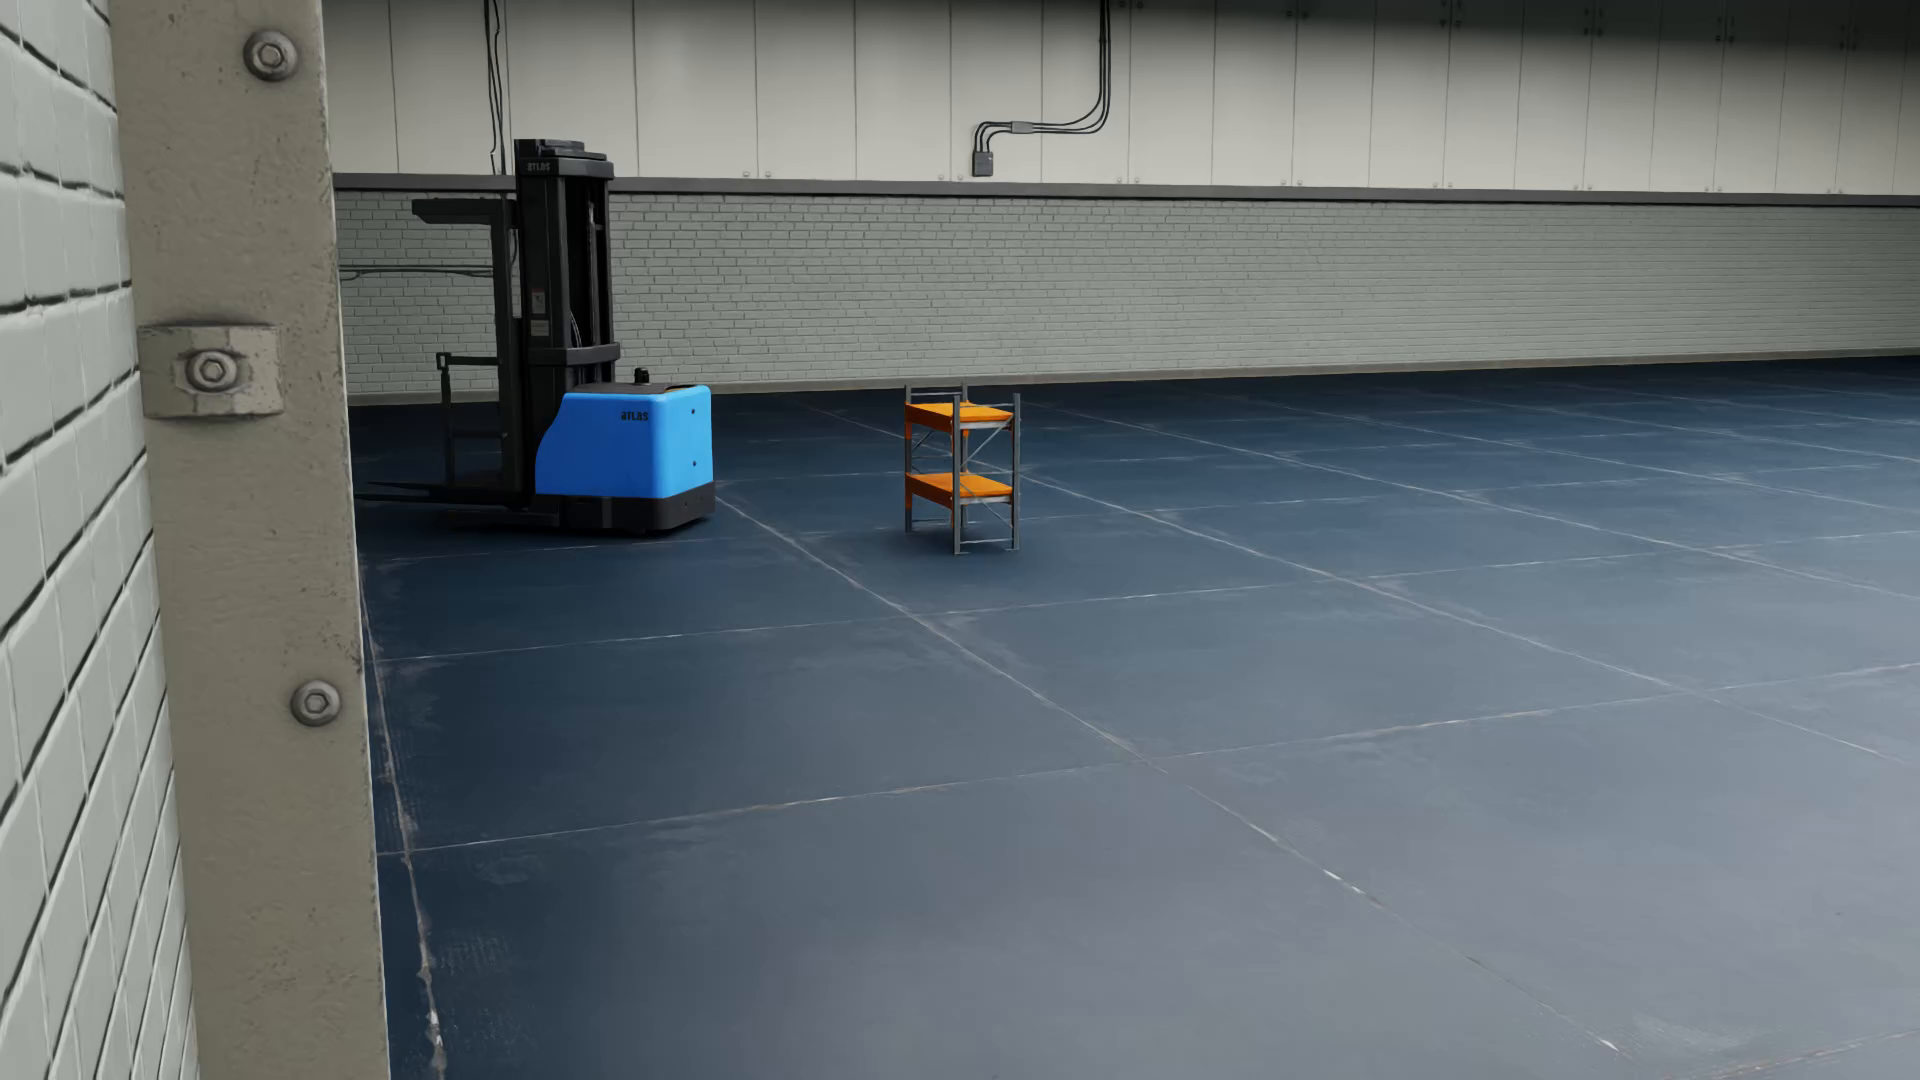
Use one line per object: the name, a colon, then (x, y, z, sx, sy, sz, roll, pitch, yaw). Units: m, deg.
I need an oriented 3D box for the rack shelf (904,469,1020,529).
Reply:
rack shelf: (0.002, -0.312, 12.316, 0.538, 0.278, 1.000, -4, 11, -21)

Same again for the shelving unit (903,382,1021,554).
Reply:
shelving unit: (0.002, -0.553, 12.273, 0.538, 1.125, 1.048, -4, 11, -21)

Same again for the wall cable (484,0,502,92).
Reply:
wall cable: (-5.048, -7.424, 22.862, 3.097, 2.526, 0.112, -4, 11, -21)

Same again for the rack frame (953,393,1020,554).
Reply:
rack frame: (0.187, -0.470, 11.807, 0.500, 1.125, 0.032, -4, 11, -21)

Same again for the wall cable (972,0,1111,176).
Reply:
wall cable: (1.285, -8.568, 25.142, 2.305, 6.003, 0.169, -4, 11, -21)

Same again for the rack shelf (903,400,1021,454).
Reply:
rack shelf: (0.002, -0.841, 12.222, 0.538, 0.278, 1.000, -4, 11, -21)

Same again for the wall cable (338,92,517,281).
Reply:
wall cable: (-7.569, -4.765, 22.339, 3.097, 2.526, 0.112, -4, 11, -21)

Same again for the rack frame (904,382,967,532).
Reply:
rack frame: (-0.182, -0.636, 12.740, 0.500, 1.125, 0.032, -4, 11, -21)

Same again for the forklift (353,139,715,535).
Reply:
forklift: (-3.528, -1.593, 12.966, 3.031, 2.935, 1.130, 2, 10, 13)
